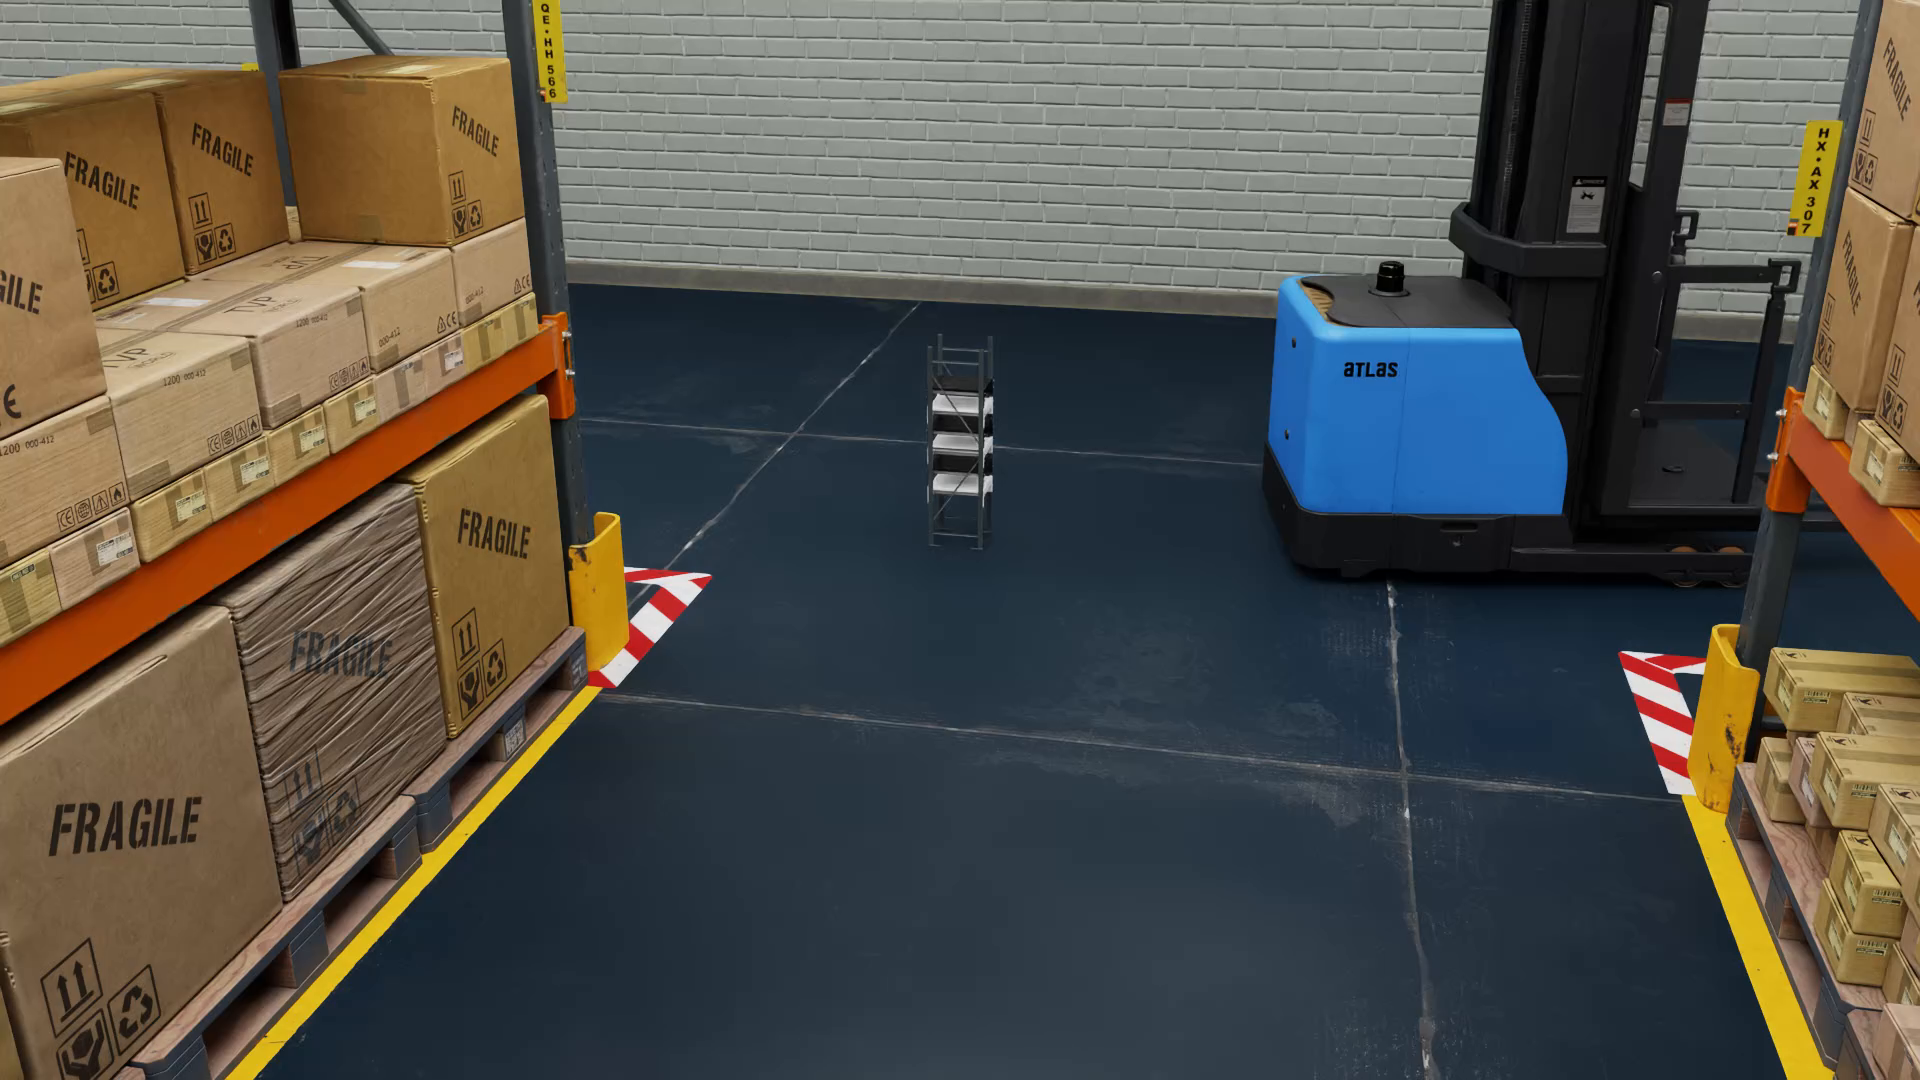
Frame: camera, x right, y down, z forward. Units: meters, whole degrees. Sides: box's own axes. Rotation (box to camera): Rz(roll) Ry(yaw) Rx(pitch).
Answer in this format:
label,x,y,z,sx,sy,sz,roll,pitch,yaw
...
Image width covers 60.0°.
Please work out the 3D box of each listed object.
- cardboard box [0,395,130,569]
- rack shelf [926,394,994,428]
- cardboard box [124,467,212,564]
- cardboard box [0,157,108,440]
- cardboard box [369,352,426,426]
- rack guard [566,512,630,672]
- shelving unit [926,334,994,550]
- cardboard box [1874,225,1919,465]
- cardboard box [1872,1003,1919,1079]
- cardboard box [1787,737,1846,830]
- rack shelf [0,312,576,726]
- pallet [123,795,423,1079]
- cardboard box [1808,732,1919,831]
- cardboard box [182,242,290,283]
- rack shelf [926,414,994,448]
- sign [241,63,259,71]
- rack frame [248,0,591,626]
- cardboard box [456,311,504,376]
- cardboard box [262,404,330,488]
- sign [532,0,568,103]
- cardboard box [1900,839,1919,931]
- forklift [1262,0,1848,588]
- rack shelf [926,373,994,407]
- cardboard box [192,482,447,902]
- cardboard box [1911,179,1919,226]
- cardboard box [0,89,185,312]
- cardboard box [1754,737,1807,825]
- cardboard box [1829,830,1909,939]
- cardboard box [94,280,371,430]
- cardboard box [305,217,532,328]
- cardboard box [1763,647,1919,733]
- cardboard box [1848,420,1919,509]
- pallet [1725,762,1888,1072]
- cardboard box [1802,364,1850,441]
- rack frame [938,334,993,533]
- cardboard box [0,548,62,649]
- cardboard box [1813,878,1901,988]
label,x,y,z,sx,sy,sz,roll,pitch,yaw
cardboard box,-2.129,-0.126,3.455,0.500,0.250,0.500,5,22,12
rack shelf,0.002,-0.556,7.138,0.258,0.077,0.200,4,22,11
cardboard box,-1.985,-0.071,3.852,0.380,0.149,0.250,4,22,9
cardboard box,-2.130,-0.477,3.321,0.500,0.500,0.500,4,22,9
cardboard box,-1.778,-0.447,4.785,0.380,0.149,0.250,5,22,12
rack guard,-1.867,0.153,6.304,1.175,0.500,0.348,4,22,11
shelving unit,0.002,-0.420,7.193,0.258,0.900,0.210,4,22,11
cardboard box,2.517,-0.426,3.865,0.500,0.500,0.500,5,22,11
cardboard box,2.272,1.176,3.673,0.380,0.149,0.250,3,22,8
cardboard box,2.494,0.675,4.518,0.380,0.149,0.250,4,22,11
rack shelf,-2.280,0.067,4.134,1.077,0.370,4.000,4,22,11
pallet,-2.209,1.039,4.491,1.003,0.211,1.213,4,22,11
cardboard box,2.409,0.627,4.239,0.380,0.149,0.250,4,22,11
cardboard box,-2.333,-0.721,4.930,0.500,0.250,0.500,4,22,10
rack shelf,0.002,-0.473,7.172,0.258,0.077,0.200,4,22,11
sign,-2.414,-1.480,5.750,0.100,0.325,0.005,4,22,11
rack frame,-1.872,-0.998,5.816,1.000,3.000,0.127,4,22,11
cardboard box,-1.673,-0.631,5.240,0.380,0.149,0.250,5,22,11
cardboard box,-1.881,-0.257,4.313,0.380,0.149,0.250,5,22,11
sign,-1.343,-1.598,5.440,0.100,0.325,0.005,4,22,11
cardboard box,2.373,0.825,3.748,0.380,0.149,0.250,5,23,13
forklift,2.914,-1.363,6.814,3.031,2.935,1.130,0,22,1
rack shelf,0.002,-0.640,7.104,0.258,0.077,0.200,4,22,11
cardboard box,-2.110,0.366,4.711,0.875,0.875,0.875,4,22,11
cardboard box,2.515,-0.902,3.707,0.500,0.500,0.500,5,22,12
cardboard box,-2.436,-0.886,4.338,0.500,0.500,0.500,4,22,9
cardboard box,2.543,0.712,4.824,0.380,0.149,0.250,5,22,12
cardboard box,2.372,0.857,4.067,0.380,0.149,0.250,5,23,13
cardboard box,-1.918,-0.497,4.375,0.500,0.250,0.500,4,22,9
cardboard box,-1.711,-0.869,5.298,0.500,0.250,0.500,4,22,10
cardboard box,2.524,0.435,4.717,0.380,0.149,0.250,3,22,8
cardboard box,2.458,-0.182,4.127,0.380,0.149,0.250,4,22,9
pallet,2.747,1.033,4.506,1.003,0.211,1.213,4,22,11
cardboard box,2.576,-0.373,4.600,0.380,0.149,0.250,4,22,10
rack frame,0.022,-0.458,7.285,0.240,0.900,0.006,4,22,11
cardboard box,-2.091,0.117,3.385,0.380,0.149,0.250,4,22,10
cardboard box,2.366,0.991,4.133,0.380,0.149,0.250,5,22,12
